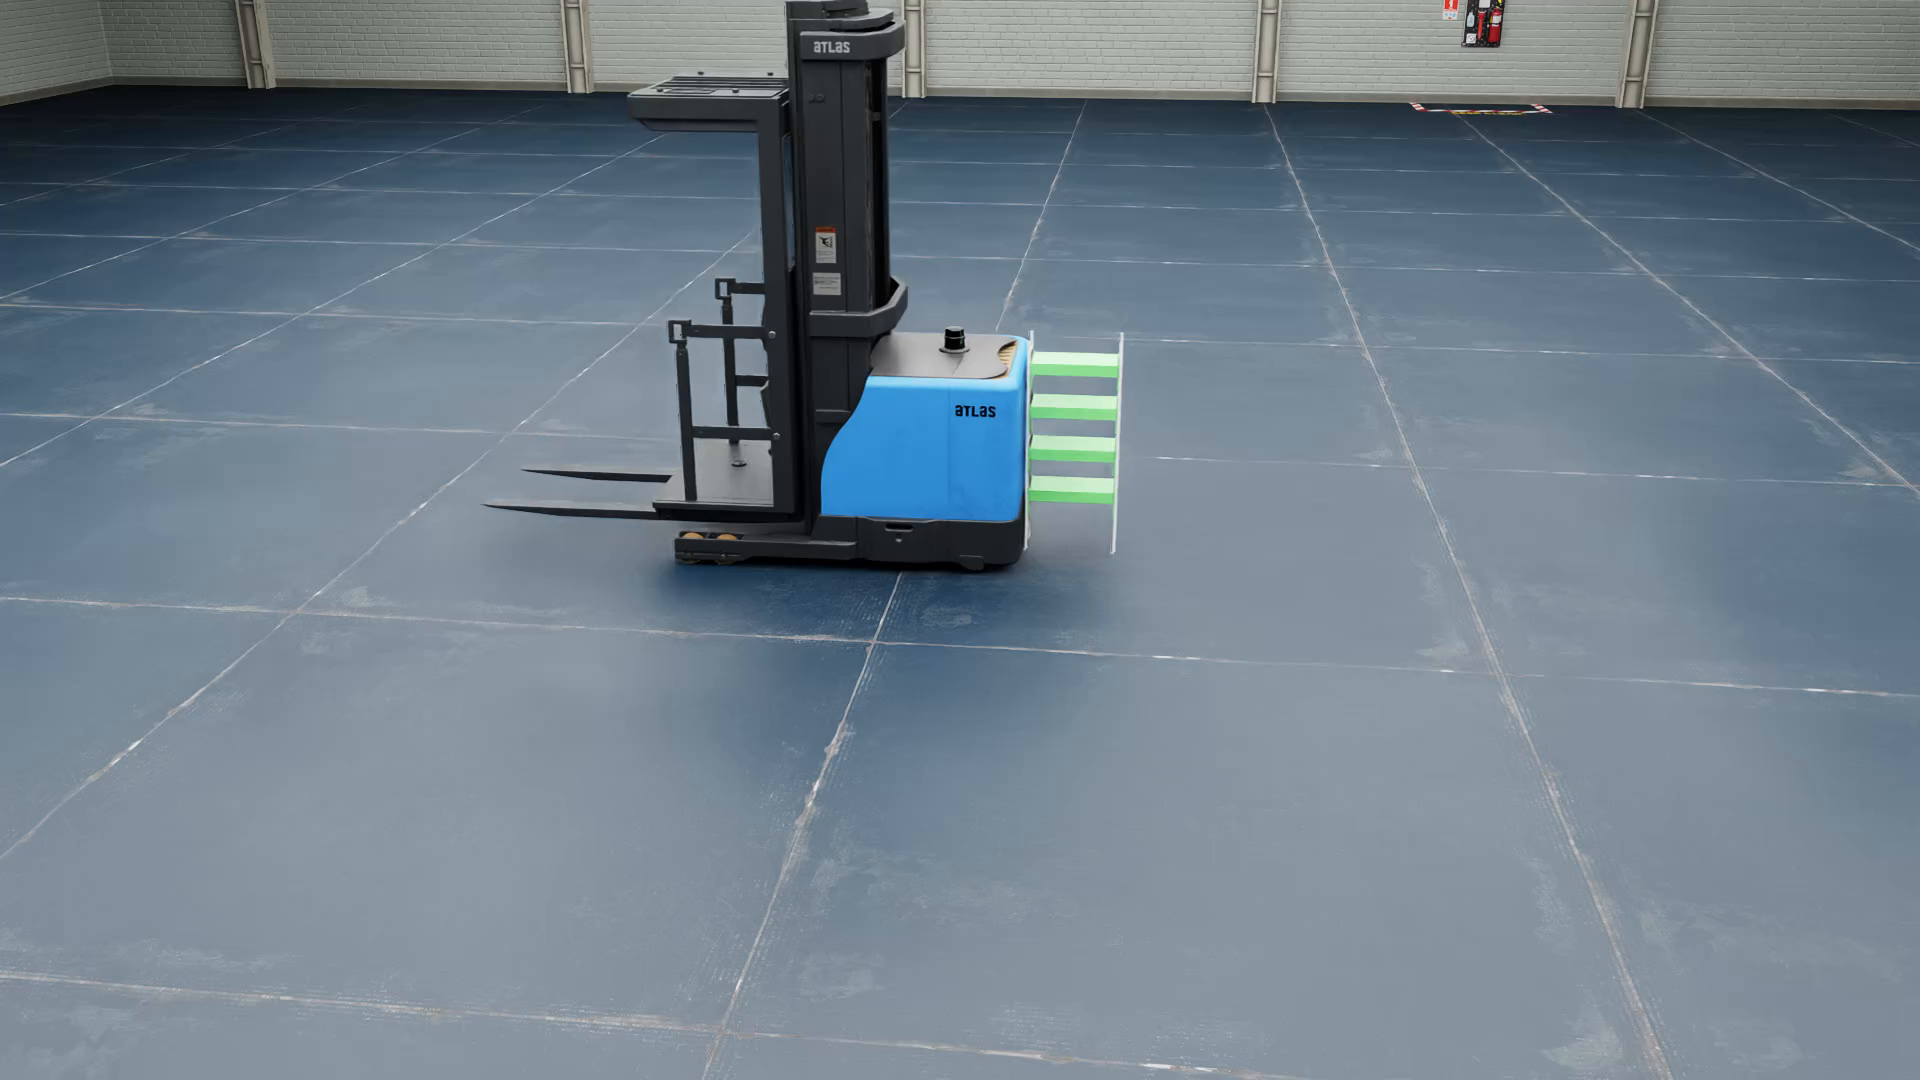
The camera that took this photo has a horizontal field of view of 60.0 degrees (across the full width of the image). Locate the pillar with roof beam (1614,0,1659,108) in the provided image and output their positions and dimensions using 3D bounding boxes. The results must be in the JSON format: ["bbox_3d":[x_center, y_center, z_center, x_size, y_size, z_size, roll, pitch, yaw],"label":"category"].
[{"bbox_3d":[10.618,-9.822,22.044,0.400,9.000,9.100,2,22,6],"label":"pillar with roof beam"}]

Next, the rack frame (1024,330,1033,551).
[{"bbox_3d":[0.380,-0.542,9.179,0.015,1.200,0.240,2,22,6],"label":"rack frame"}]

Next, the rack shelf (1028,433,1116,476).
[{"bbox_3d":[0.623,-0.473,9.177,0.480,0.148,0.258,2,22,6],"label":"rack shelf"}]

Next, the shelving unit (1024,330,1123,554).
[{"bbox_3d":[0.623,-0.532,9.154,0.503,1.200,0.258,2,22,6],"label":"shelving unit"}]

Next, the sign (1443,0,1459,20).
[{"bbox_3d":[8.138,-8.803,27.577,0.234,0.329,0.001,2,22,6],"label":"sign"}]

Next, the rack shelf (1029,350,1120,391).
[{"bbox_3d":[0.623,-0.919,9.001,0.480,0.148,0.258,2,22,6],"label":"rack shelf"}]

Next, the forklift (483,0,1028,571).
[{"bbox_3d":[-1.138,-1.415,9.033,3.031,2.935,1.130,2,22,6],"label":"forklift"}]

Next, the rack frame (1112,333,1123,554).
[{"bbox_3d":[0.865,-0.522,9.129,0.015,1.200,0.240,2,22,6],"label":"rack frame"}]

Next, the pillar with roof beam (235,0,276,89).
[{"bbox_3d":[-13.215,-10.860,24.670,0.400,9.000,9.100,2,22,6],"label":"pillar with roof beam"}]

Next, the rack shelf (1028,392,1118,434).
[{"bbox_3d":[0.623,-0.696,9.089,0.480,0.148,0.258,2,22,6],"label":"rack shelf"}]

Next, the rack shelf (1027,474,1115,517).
[{"bbox_3d":[0.623,-0.249,9.266,0.480,0.148,0.258,2,22,6],"label":"rack shelf"}]

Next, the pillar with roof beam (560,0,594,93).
[{"bbox_3d":[-7.257,-10.601,24.013,0.400,9.000,9.100,2,22,6],"label":"pillar with roof beam"}]

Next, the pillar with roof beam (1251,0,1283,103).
[{"bbox_3d":[4.660,-10.081,22.700,0.400,9.000,9.100,2,22,6],"label":"pillar with roof beam"}]

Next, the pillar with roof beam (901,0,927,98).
[{"bbox_3d":[-1.299,-10.341,23.357,0.400,9.000,9.100,2,22,6],"label":"pillar with roof beam"}]

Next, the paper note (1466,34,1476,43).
[{"bbox_3d":[8.508,-8.348,27.673,0.142,0.148,0.016,2,22,6],"label":"paper note"}]

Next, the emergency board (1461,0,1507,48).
[{"bbox_3d":[8.675,-8.724,27.428,0.643,1.169,0.194,2,22,6],"label":"emergency board"}]
